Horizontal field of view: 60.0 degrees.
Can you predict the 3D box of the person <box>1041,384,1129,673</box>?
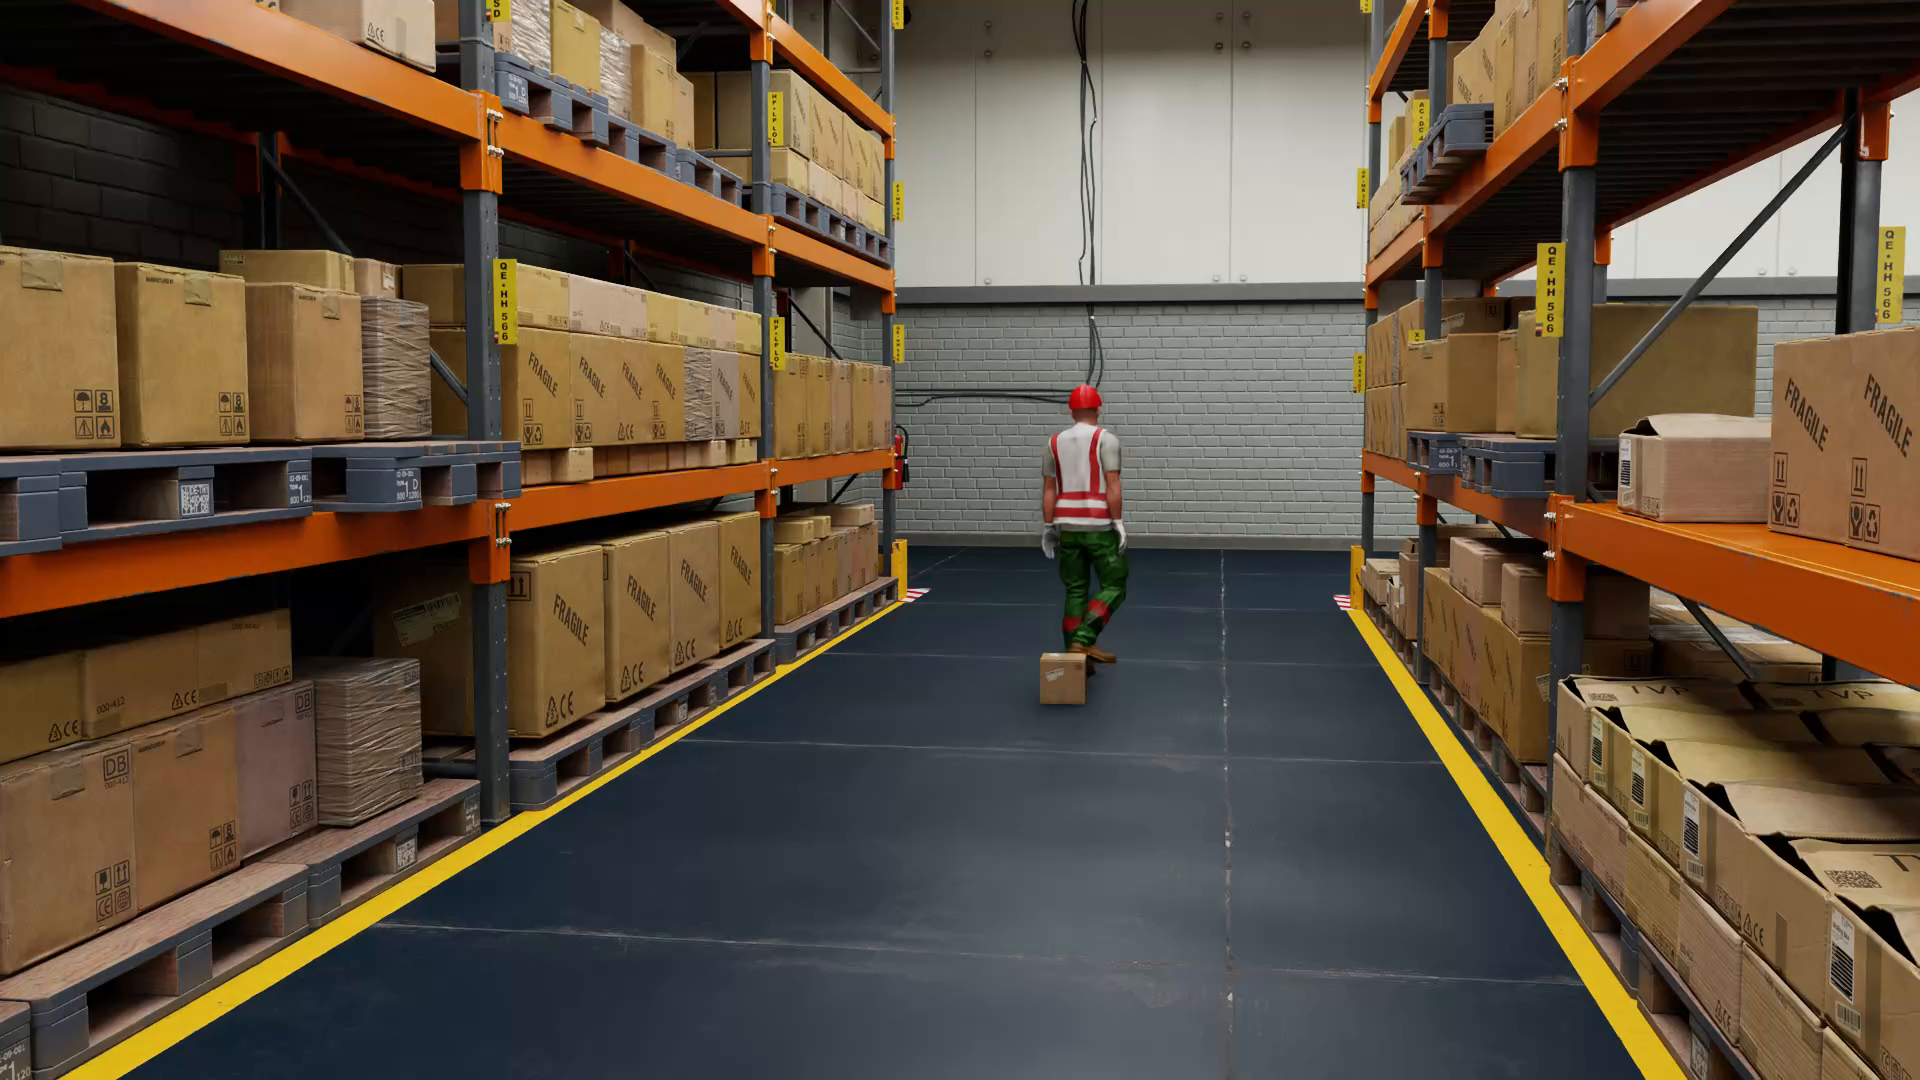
[{"bbox_3d":[0.743,-0.057,10.117,0.589,1.782,0.568,3,5,33],"label":"person"}]
